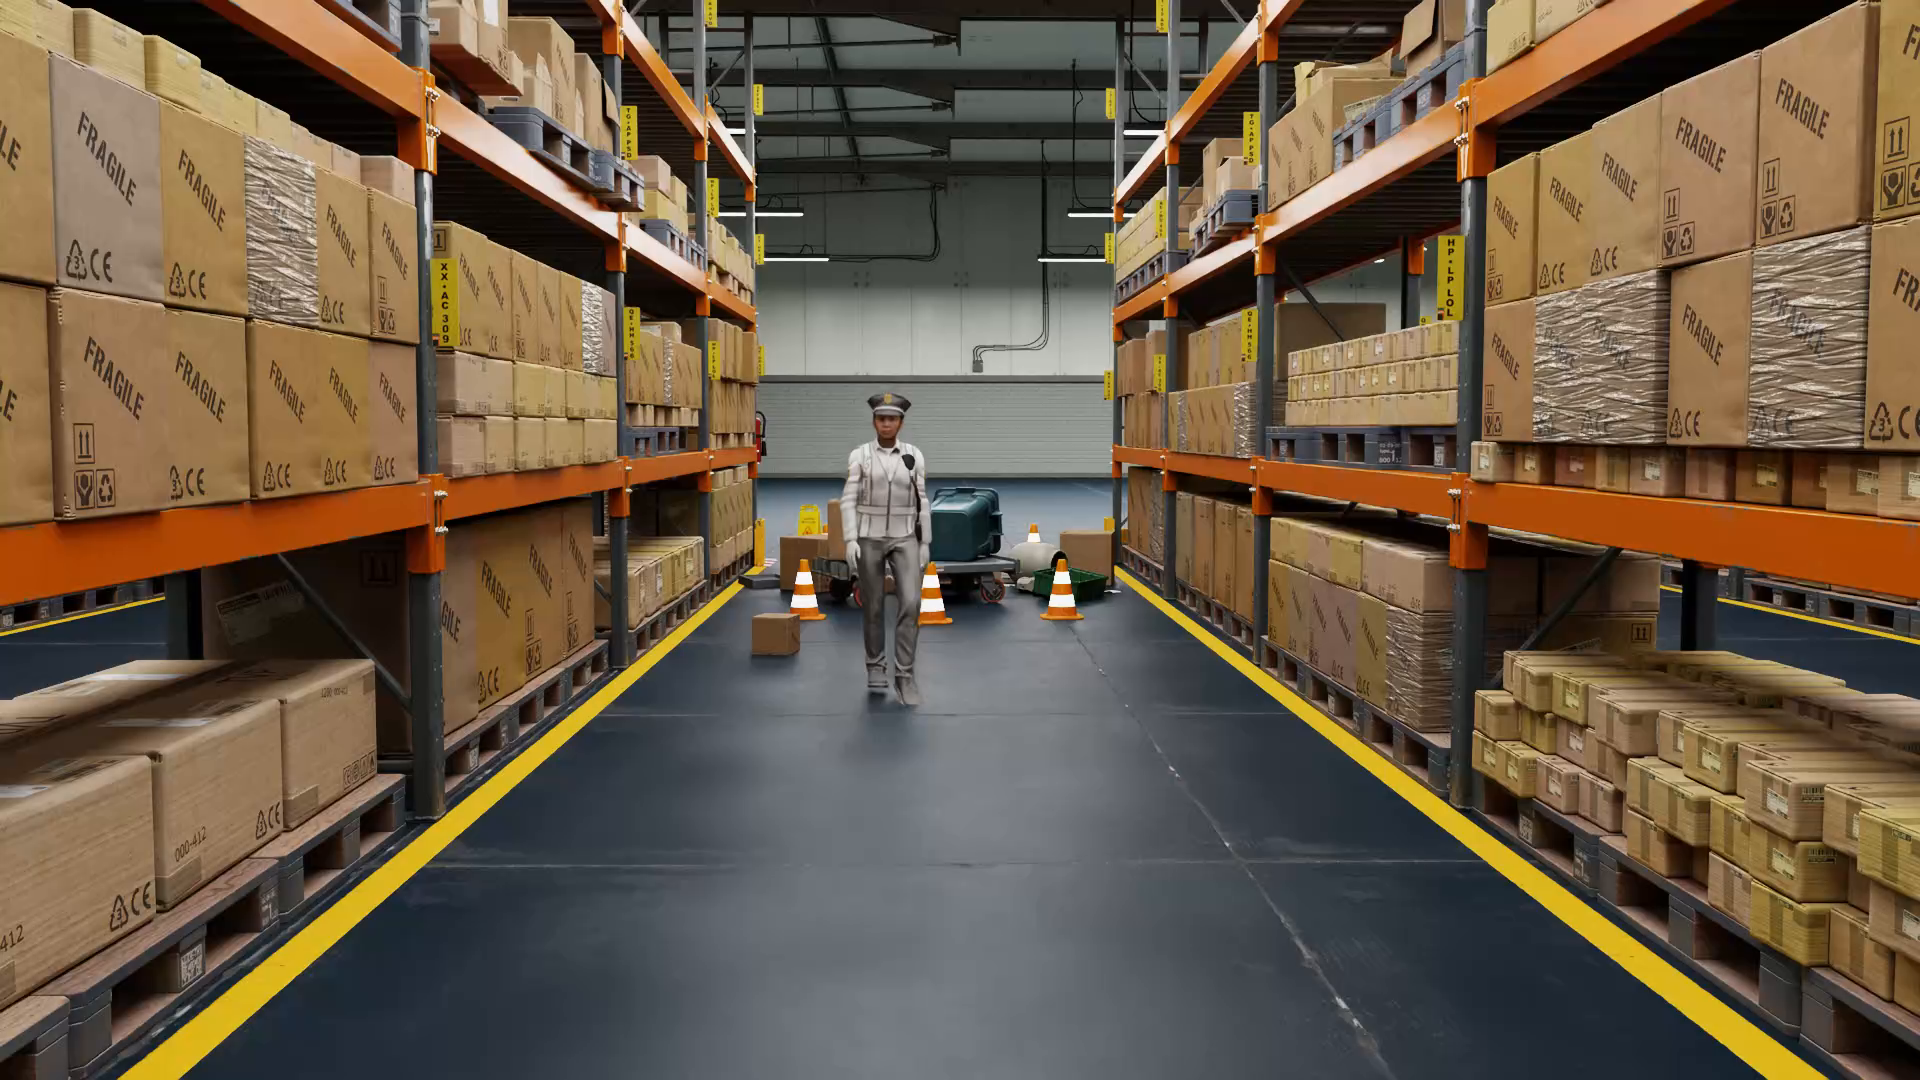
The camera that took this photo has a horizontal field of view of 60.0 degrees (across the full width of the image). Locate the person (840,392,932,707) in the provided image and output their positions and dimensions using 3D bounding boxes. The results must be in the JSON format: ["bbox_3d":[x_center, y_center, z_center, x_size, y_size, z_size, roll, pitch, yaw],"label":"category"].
[{"bbox_3d":[-0.405,0.043,9.242,0.522,1.724,0.696,0,4,-5],"label":"person"}]
